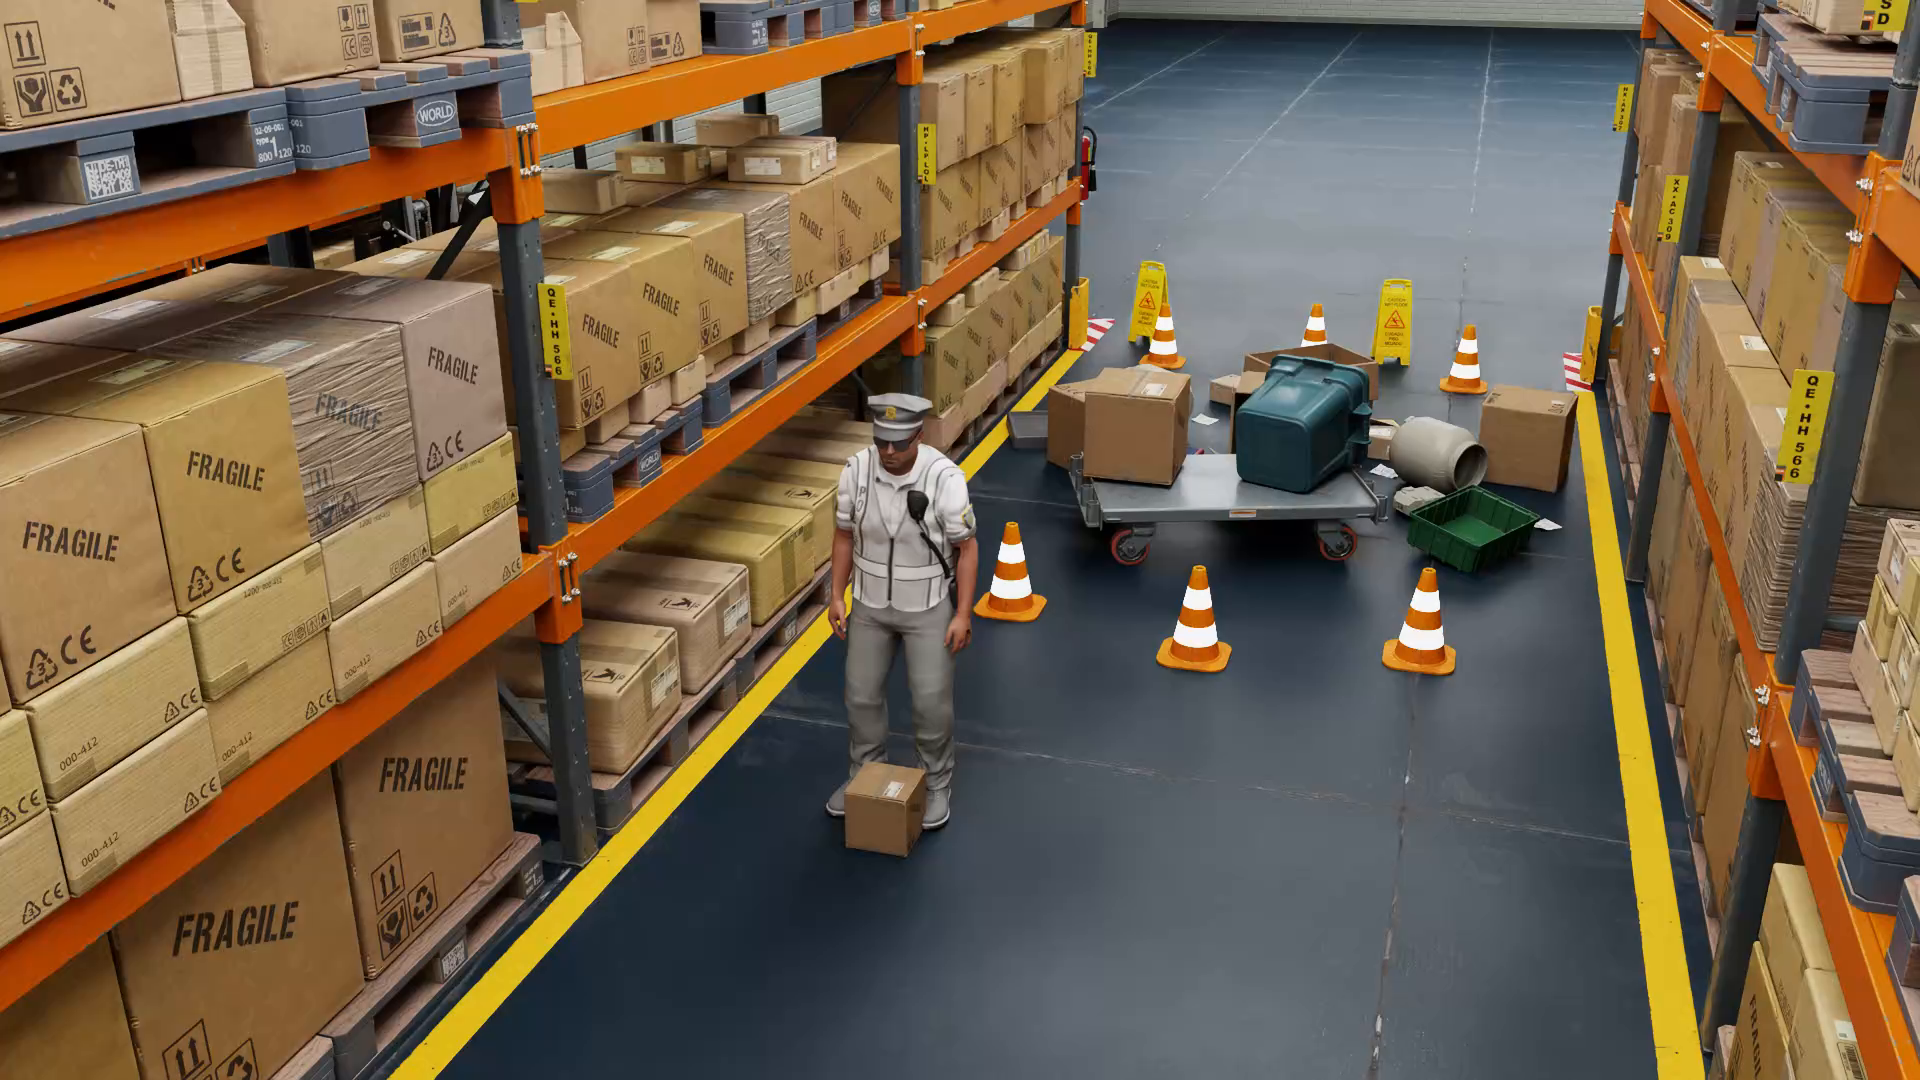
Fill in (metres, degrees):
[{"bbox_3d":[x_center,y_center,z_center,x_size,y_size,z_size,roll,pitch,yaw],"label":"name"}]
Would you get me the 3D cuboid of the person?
[{"bbox_3d":[-0.218,0.252,6.447,0.585,1.748,0.433,6,23,16],"label":"person"}]
